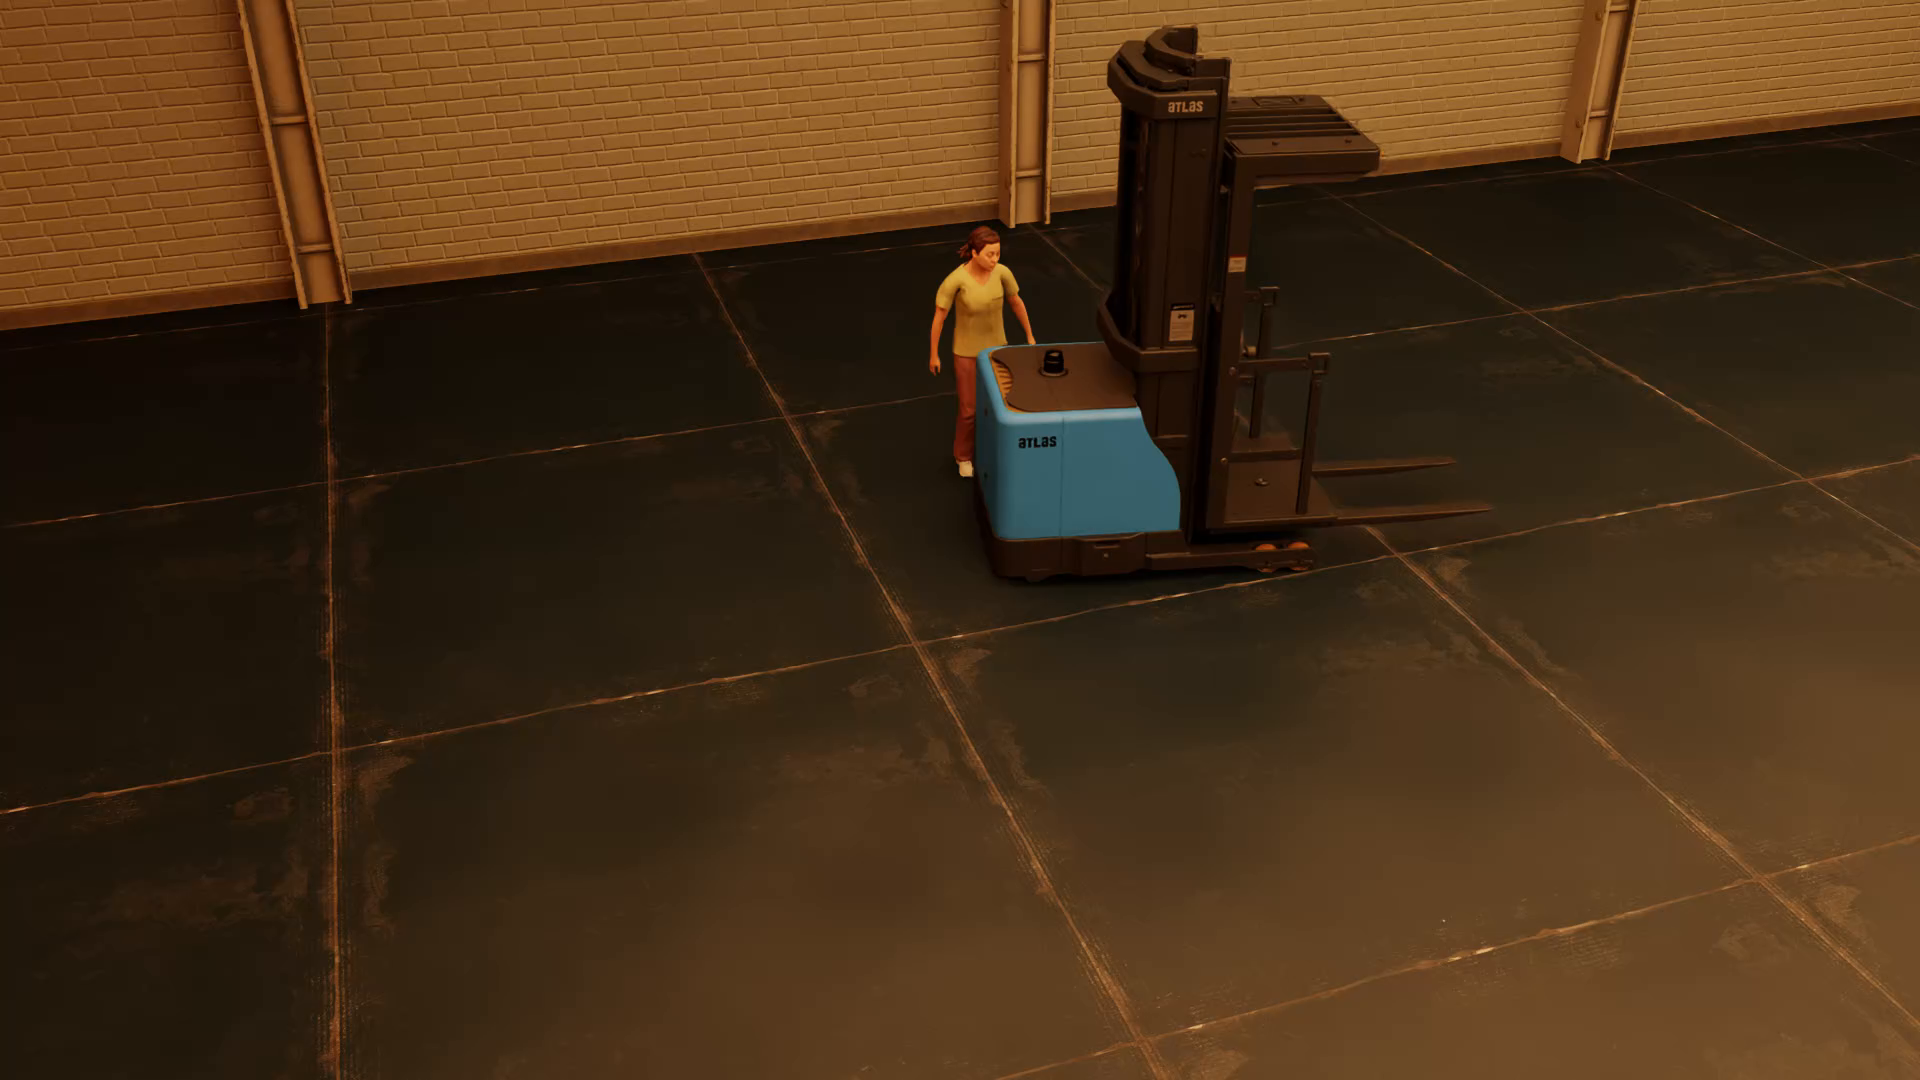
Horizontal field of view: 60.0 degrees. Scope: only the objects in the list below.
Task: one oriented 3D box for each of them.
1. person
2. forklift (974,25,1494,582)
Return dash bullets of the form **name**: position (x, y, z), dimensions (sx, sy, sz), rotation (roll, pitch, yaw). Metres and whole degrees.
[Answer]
- **person**: position (0.152, -1.180, 10.425), dimensions (0.704, 1.650, 0.387), rotation (-13, 32, -21)
- **forklift**: position (1.640, -1.338, 9.413), dimensions (3.031, 2.935, 1.130), rotation (-3, 30, -6)
